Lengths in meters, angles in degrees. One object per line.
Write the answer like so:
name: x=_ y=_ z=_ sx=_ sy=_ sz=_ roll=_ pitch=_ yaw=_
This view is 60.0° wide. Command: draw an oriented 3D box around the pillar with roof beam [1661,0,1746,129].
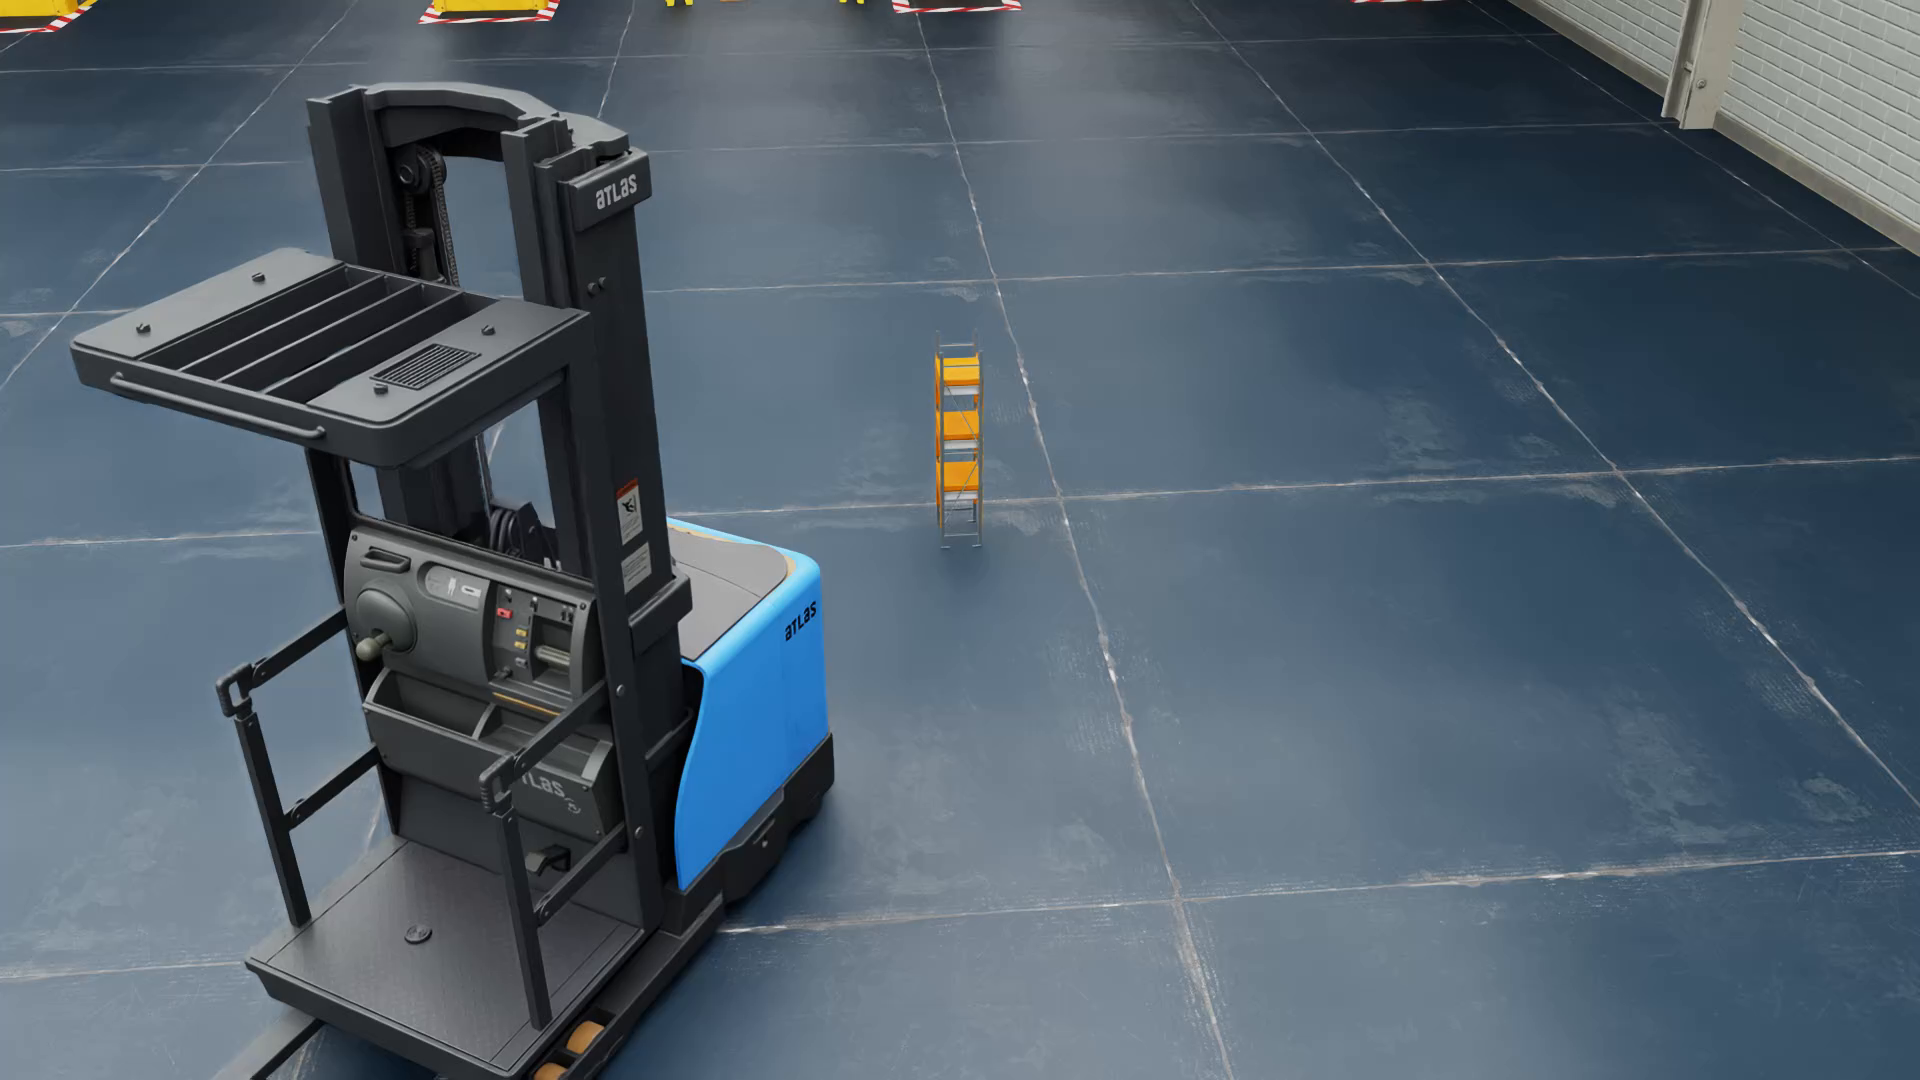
pillar with roof beam: x=1.956 y=-7.243 z=11.600 sx=9.100 sy=9.000 sz=0.400 roll=-3 pitch=31 yaw=-5

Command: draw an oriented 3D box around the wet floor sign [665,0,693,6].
wet floor sign: x=-3.037 y=-6.079 z=17.798 sx=0.267 sy=0.644 sz=0.232 roll=-8 pitch=32 yaw=-13

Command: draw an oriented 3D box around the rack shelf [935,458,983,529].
rack shelf: x=-0.005 y=-0.230 z=8.174 sx=0.215 sy=0.259 sz=0.240 roll=-3 pitch=31 yaw=-5

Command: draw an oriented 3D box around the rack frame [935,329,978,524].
rack frame: x=-0.016 y=-0.540 z=8.131 sx=0.200 sy=1.050 sz=0.008 roll=-3 pitch=31 yaw=-5

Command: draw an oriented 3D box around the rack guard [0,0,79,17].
rack guard: x=-9.966 y=-5.789 z=17.455 sx=1.175 sy=0.500 sz=0.348 roll=-3 pitch=31 yaw=-5

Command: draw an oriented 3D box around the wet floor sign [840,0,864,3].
wet floor sign: x=-1.140 y=-6.139 z=17.899 sx=0.267 sy=0.644 sz=0.232 roll=8 pitch=32 yaw=13

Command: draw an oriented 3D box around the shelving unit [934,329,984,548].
shelving unit: x=-0.005 y=-0.478 z=8.027 sx=0.215 sy=1.050 sz=0.252 roll=-3 pitch=31 yaw=-5

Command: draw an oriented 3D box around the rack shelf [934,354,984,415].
rack shelf: x=-0.005 y=-0.713 z=7.886 sx=0.215 sy=0.259 sz=0.240 roll=-3 pitch=31 yaw=-5

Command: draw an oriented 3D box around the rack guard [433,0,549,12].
rack guard: x=-5.009 y=-5.924 z=17.681 sx=1.175 sy=0.500 sz=0.348 roll=-3 pitch=31 yaw=-5

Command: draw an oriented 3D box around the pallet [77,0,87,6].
pallet: x=-10.007 y=-6.082 z=18.226 sx=1.003 sy=0.211 sz=1.213 roll=-3 pitch=31 yaw=-5

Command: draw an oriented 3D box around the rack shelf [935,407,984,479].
rack shelf: x=-0.005 y=-0.469 z=8.032 sx=0.215 sy=0.259 sz=0.240 roll=-3 pitch=31 yaw=-5

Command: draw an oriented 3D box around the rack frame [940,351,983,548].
rack frame: x=0.006 y=-0.416 z=7.922 sx=0.200 sy=1.050 sz=0.008 roll=-3 pitch=31 yaw=-5

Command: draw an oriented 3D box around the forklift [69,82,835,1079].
forklift: x=-1.600 y=0.293 z=4.902 sx=1.130 sy=2.935 sz=3.031 roll=14 pitch=34 yaw=22
